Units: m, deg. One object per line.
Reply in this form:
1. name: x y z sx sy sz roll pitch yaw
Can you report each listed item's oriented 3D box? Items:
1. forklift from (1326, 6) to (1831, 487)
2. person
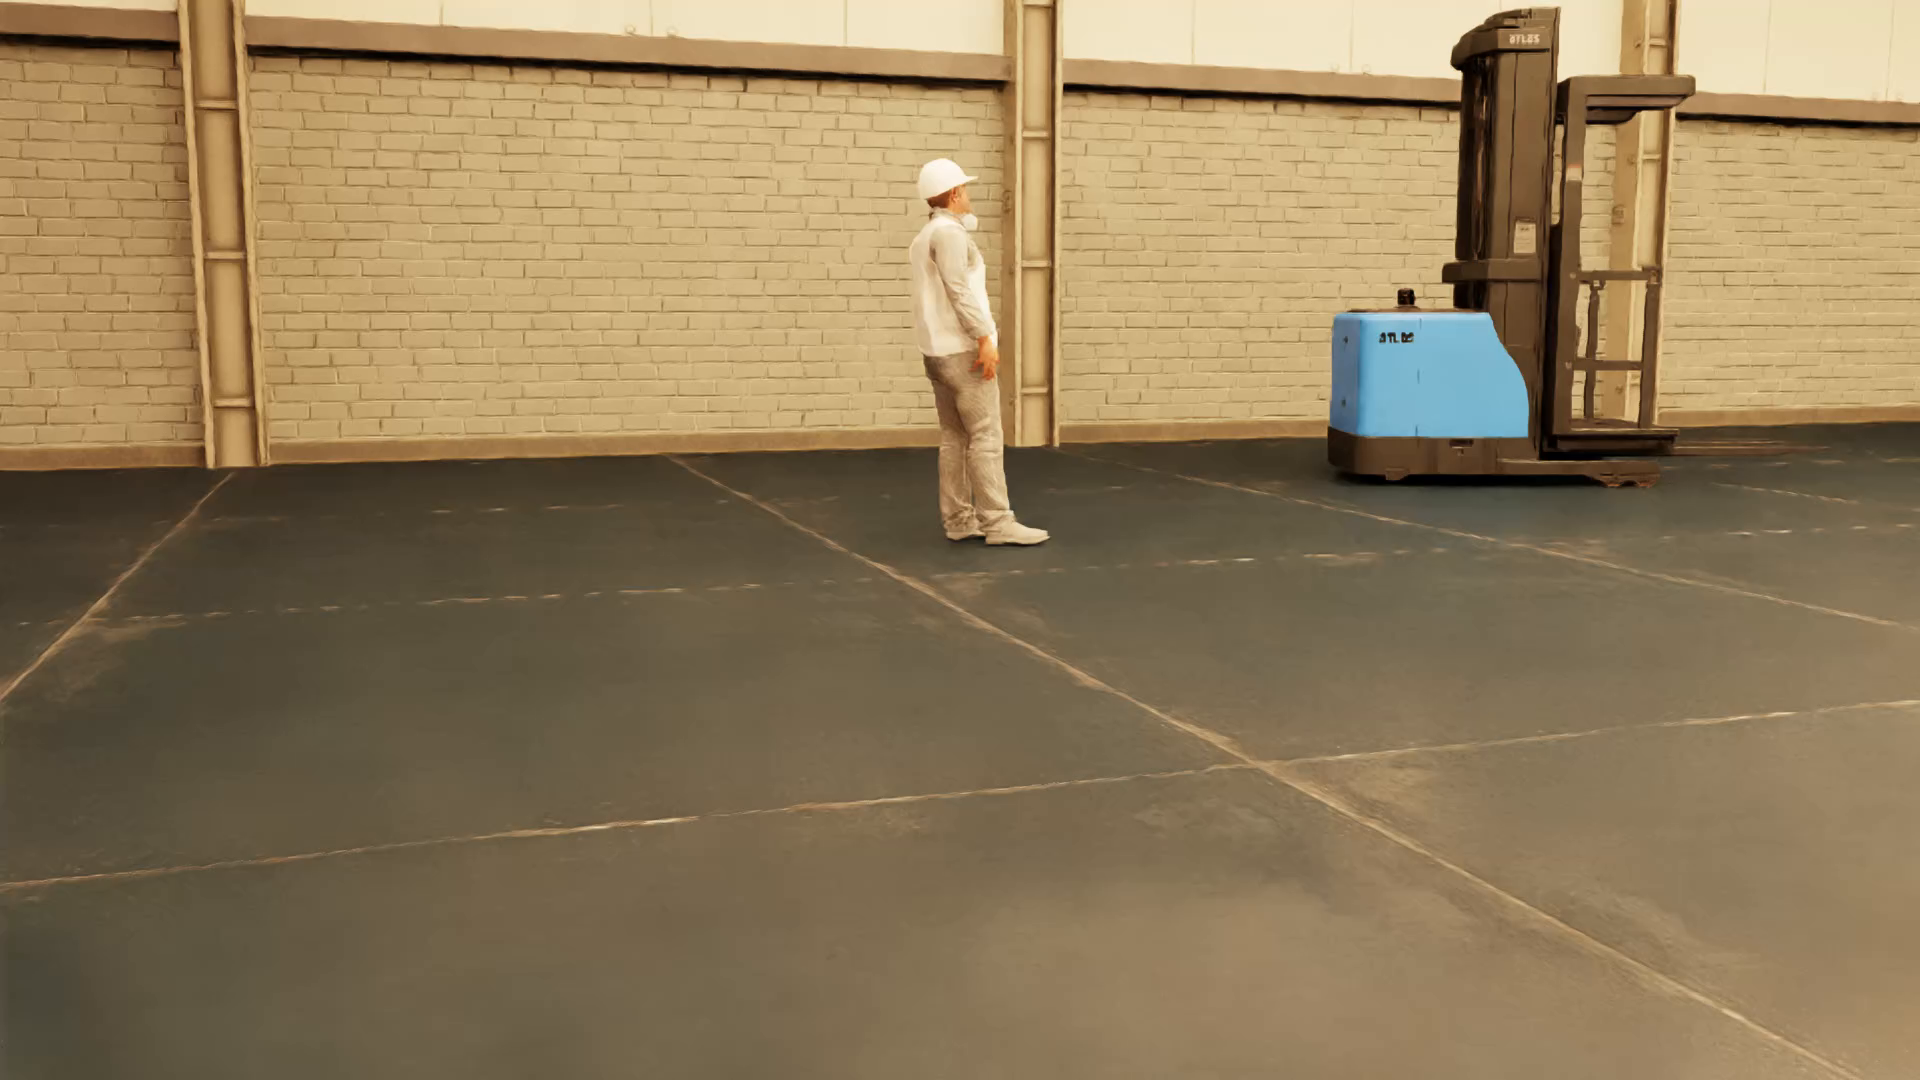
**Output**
1. forklift: 4.008 -1.858 10.714 3.031 2.935 1.130 0 8 1
2. person: 0.062 -0.888 7.815 0.567 1.773 0.632 -3 8 -18
